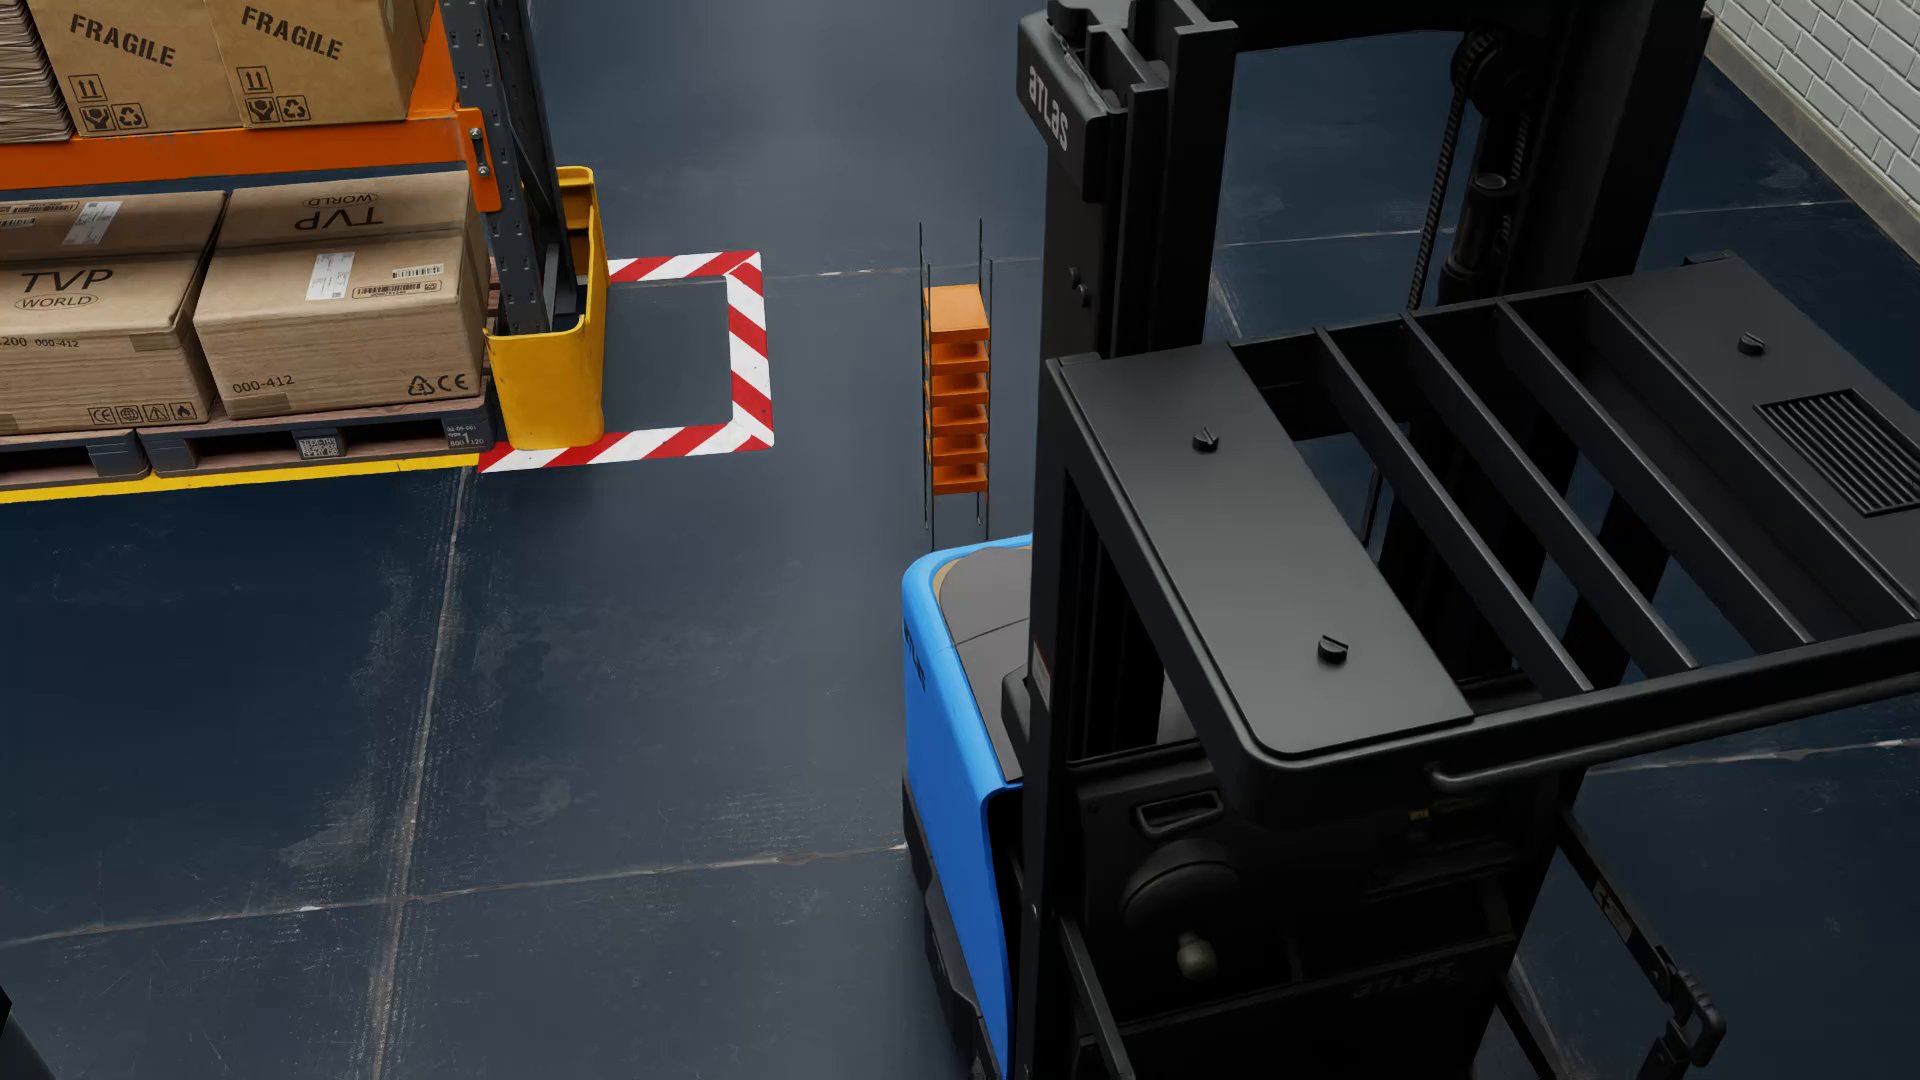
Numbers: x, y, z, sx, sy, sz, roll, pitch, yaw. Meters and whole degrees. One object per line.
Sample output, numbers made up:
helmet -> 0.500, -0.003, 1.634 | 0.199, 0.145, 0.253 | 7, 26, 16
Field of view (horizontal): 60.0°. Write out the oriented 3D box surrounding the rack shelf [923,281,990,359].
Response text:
rack shelf -> -0.014, -0.679, 5.117 | 0.180, 0.103, 0.258 | -5, 42, -6

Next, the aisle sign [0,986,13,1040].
aisle sign -> -0.908, 0.294, 1.225 | 0.004, 0.787, 0.394 | -5, 42, -6

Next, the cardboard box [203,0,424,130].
cardboard box -> -2.028, -1.655, 5.253 | 0.500, 0.500, 0.500 | -5, 42, -5

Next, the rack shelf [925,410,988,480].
rack shelf -> -0.014, -0.322, 5.439 | 0.180, 0.103, 0.258 | -5, 42, -6

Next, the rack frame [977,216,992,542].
rack frame -> 0.076, -0.452, 5.338 | 0.006, 1.200, 0.240 | -5, 42, -6

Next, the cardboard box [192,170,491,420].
cardboard box -> -2.226, -0.917, 6.108 | 0.875, 0.438, 0.875 | -6, 42, -7

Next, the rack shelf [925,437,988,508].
rack shelf -> -0.014, -0.233, 5.519 | 0.180, 0.103, 0.258 | -5, 42, -6

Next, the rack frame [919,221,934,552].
rack frame -> -0.105, -0.436, 5.320 | 0.006, 1.200, 0.240 | -5, 42, -6

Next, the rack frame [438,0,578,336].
rack frame -> -1.584, -1.836, 5.528 | 0.127, 3.000, 1.000 | -5, 42, -6

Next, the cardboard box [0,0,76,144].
cardboard box -> -3.037, -1.570, 5.159 | 0.500, 0.500, 0.500 | -4, 42, -4

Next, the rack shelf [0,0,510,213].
rack shelf -> -3.567, -1.395, 5.576 | 4.000, 0.370, 1.077 | -5, 42, -6

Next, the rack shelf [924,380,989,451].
rack shelf -> -0.014, -0.411, 5.359 | 0.180, 0.103, 0.258 | -5, 42, -6

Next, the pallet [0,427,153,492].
pallet -> -3.574, -0.575, 6.212 | 1.213, 0.211, 1.003 | -5, 42, -6

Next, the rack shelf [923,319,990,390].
rack shelf -> -0.014, -0.589, 5.198 | 0.180, 0.103, 0.258 | -5, 42, -6

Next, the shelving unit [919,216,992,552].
shelving unit -> -0.014, -0.444, 5.329 | 0.189, 1.200, 0.258 | -5, 42, -6

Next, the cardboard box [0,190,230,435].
cardboard box -> -3.132, -0.831, 6.014 | 0.875, 0.438, 0.875 | -4, 42, -4

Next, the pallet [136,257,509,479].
pallet -> -2.367, -0.679, 6.327 | 1.213, 0.211, 1.003 | -5, 42, -6

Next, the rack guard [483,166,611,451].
rack guard -> -1.561, -0.910, 6.367 | 0.348, 0.500, 1.175 | -5, 42, -6

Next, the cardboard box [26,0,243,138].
cardboard box -> -2.528, -1.622, 5.216 | 0.500, 0.500, 0.500 | -6, 42, -6

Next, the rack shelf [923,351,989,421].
rack shelf -> -0.014, -0.500, 5.278 | 0.180, 0.103, 0.258 | -5, 42, -6

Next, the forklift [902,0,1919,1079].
forklift -> 0.719, 0.617, 2.860 | 1.130, 2.935, 3.031 | -10, 43, -11

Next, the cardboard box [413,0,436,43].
cardboard box -> -2.098, -2.022, 5.659 | 0.500, 0.500, 0.500 | -5, 42, -6
